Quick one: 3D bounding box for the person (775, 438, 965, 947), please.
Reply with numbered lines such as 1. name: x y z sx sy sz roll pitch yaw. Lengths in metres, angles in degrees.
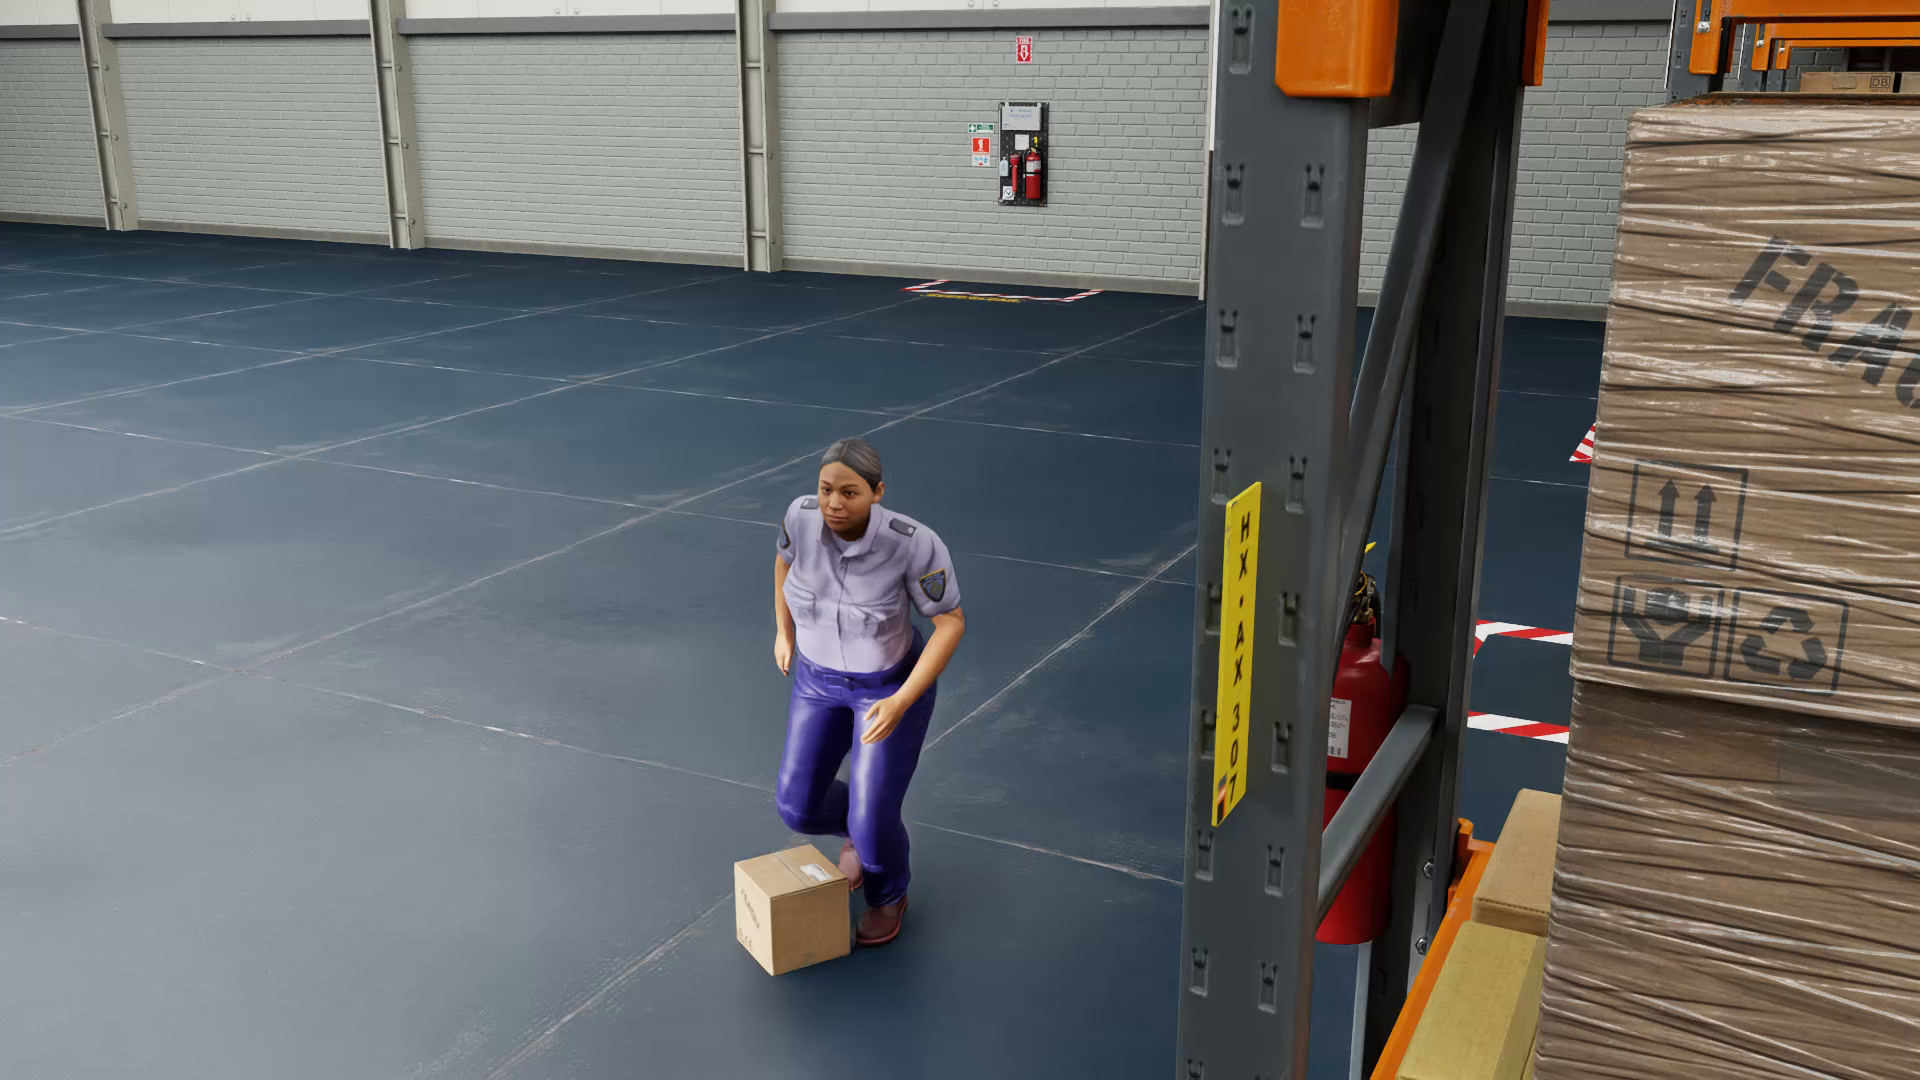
1. person: -0.271 0.413 4.803 0.669 1.545 0.661 6 17 21
